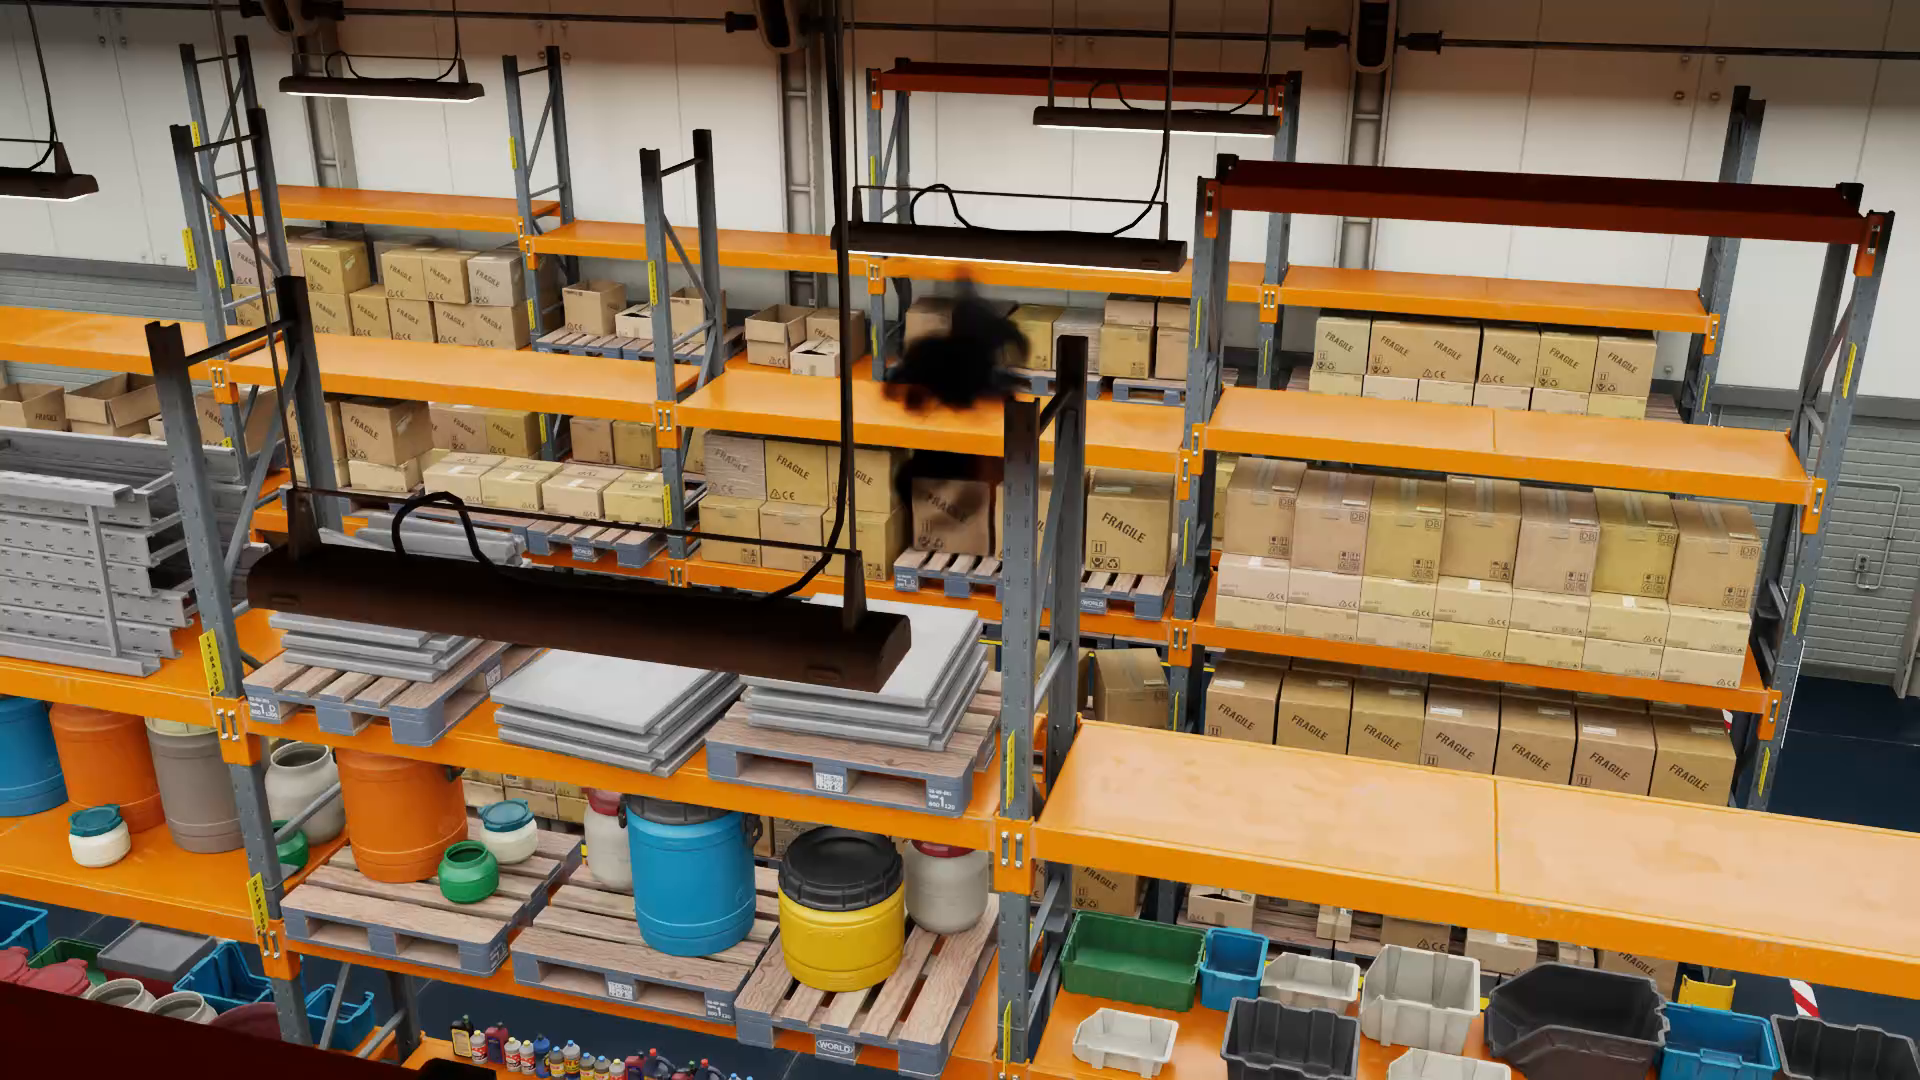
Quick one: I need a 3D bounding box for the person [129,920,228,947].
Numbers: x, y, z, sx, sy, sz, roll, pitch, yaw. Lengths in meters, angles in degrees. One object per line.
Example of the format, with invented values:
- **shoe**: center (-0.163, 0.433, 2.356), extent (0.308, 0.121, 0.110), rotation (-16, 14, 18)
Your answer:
- **person**: center (-5.922, 2.612, 12.343), extent (0.762, 1.633, 0.596), rotation (0, 23, 0)
